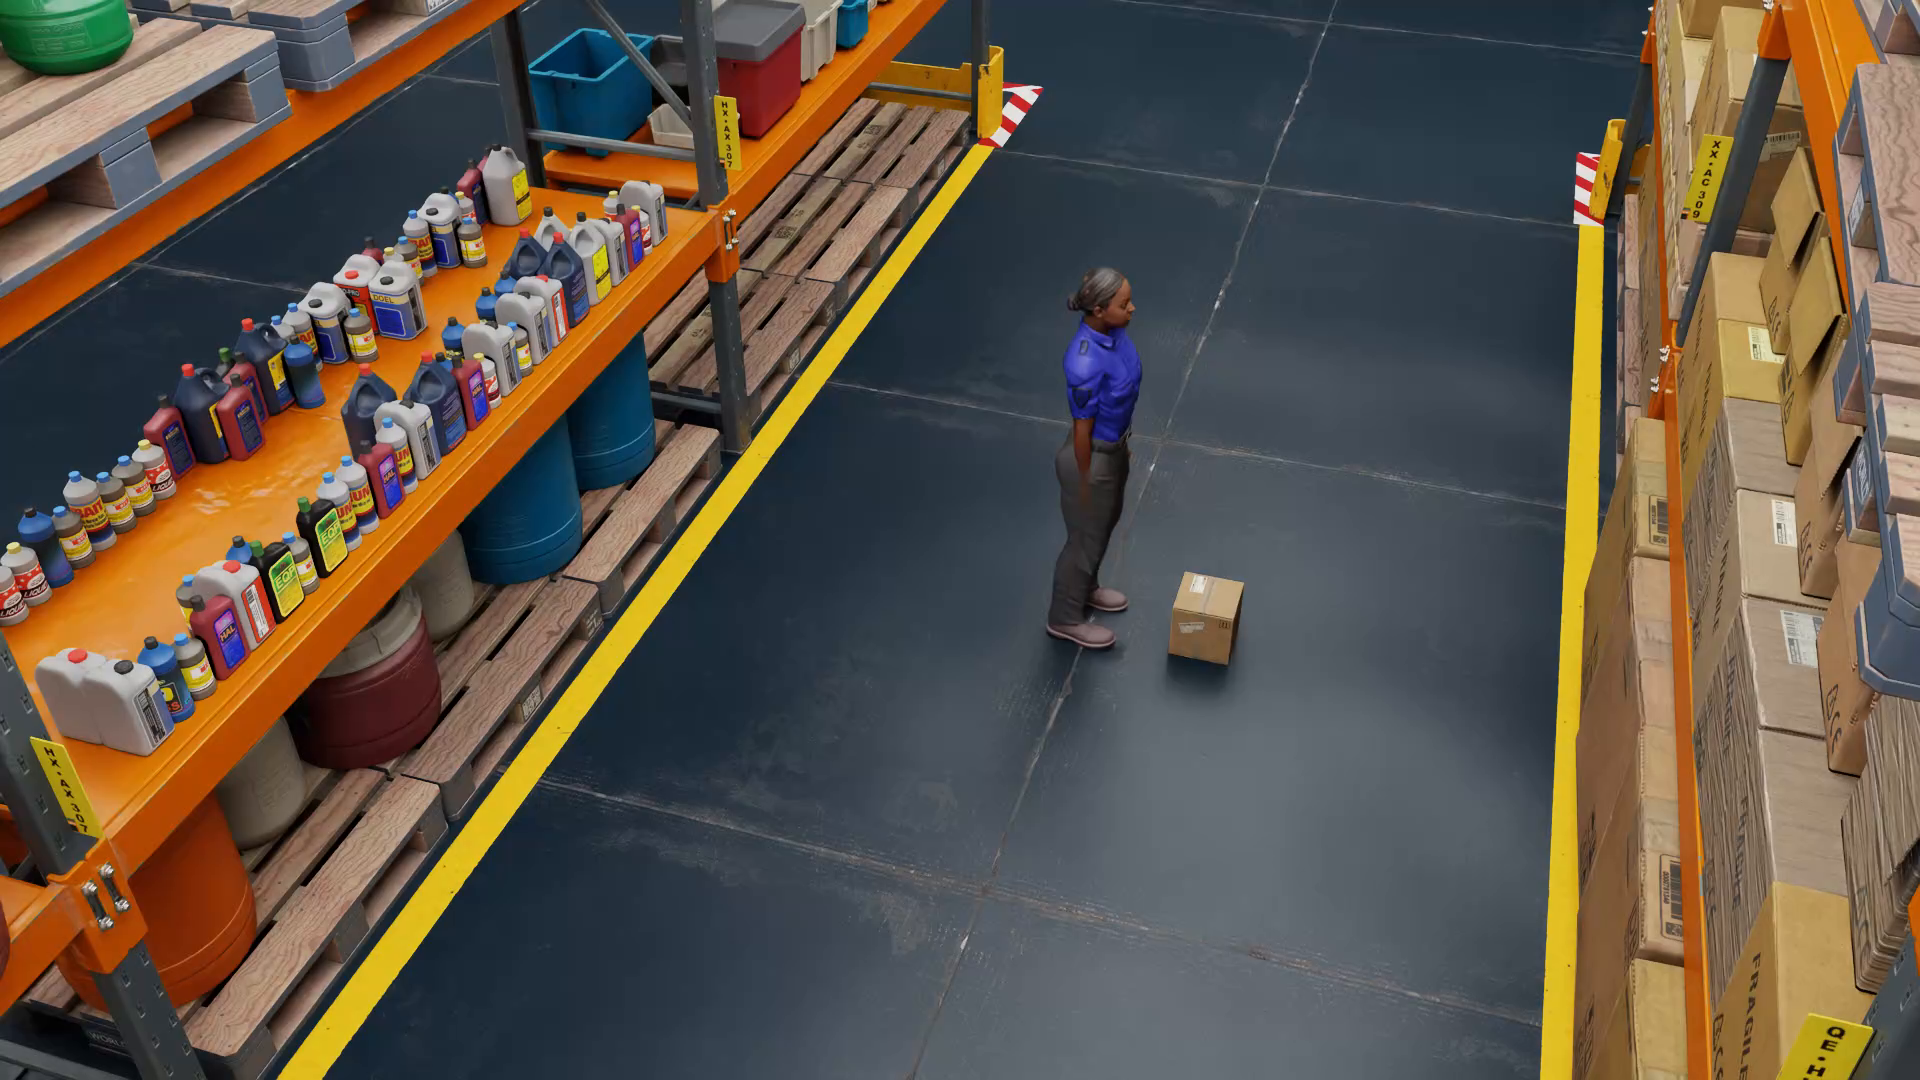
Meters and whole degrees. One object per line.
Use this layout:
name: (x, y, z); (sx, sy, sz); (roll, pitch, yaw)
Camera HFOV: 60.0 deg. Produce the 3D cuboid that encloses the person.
person: (0.546, -0.333, 6.594); (0.305, 1.658, 0.435); (12, 39, 15)
